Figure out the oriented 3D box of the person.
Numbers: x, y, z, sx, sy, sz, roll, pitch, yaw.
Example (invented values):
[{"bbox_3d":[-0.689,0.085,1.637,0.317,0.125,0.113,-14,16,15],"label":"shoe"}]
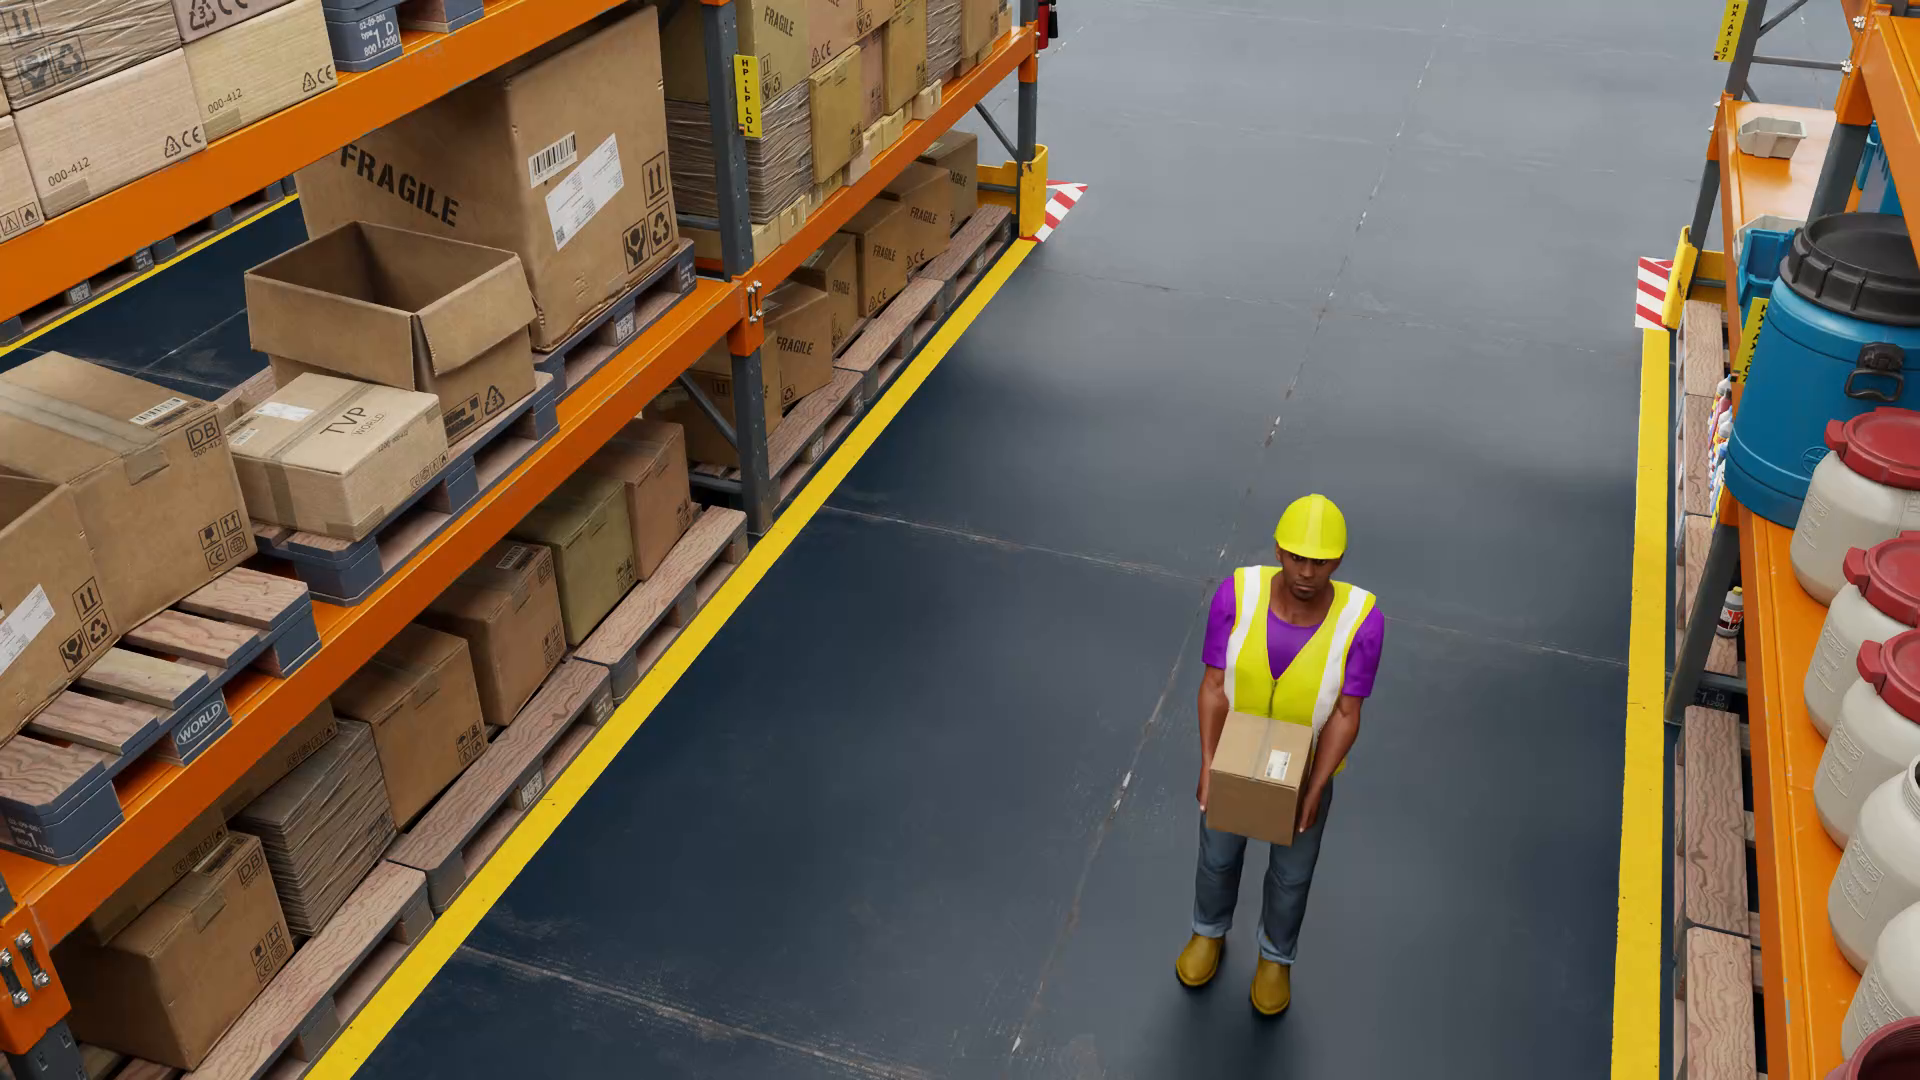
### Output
[{"bbox_3d":[0.939,0.710,5.028,0.510,1.767,0.575,11,35,16],"label":"person"}]
